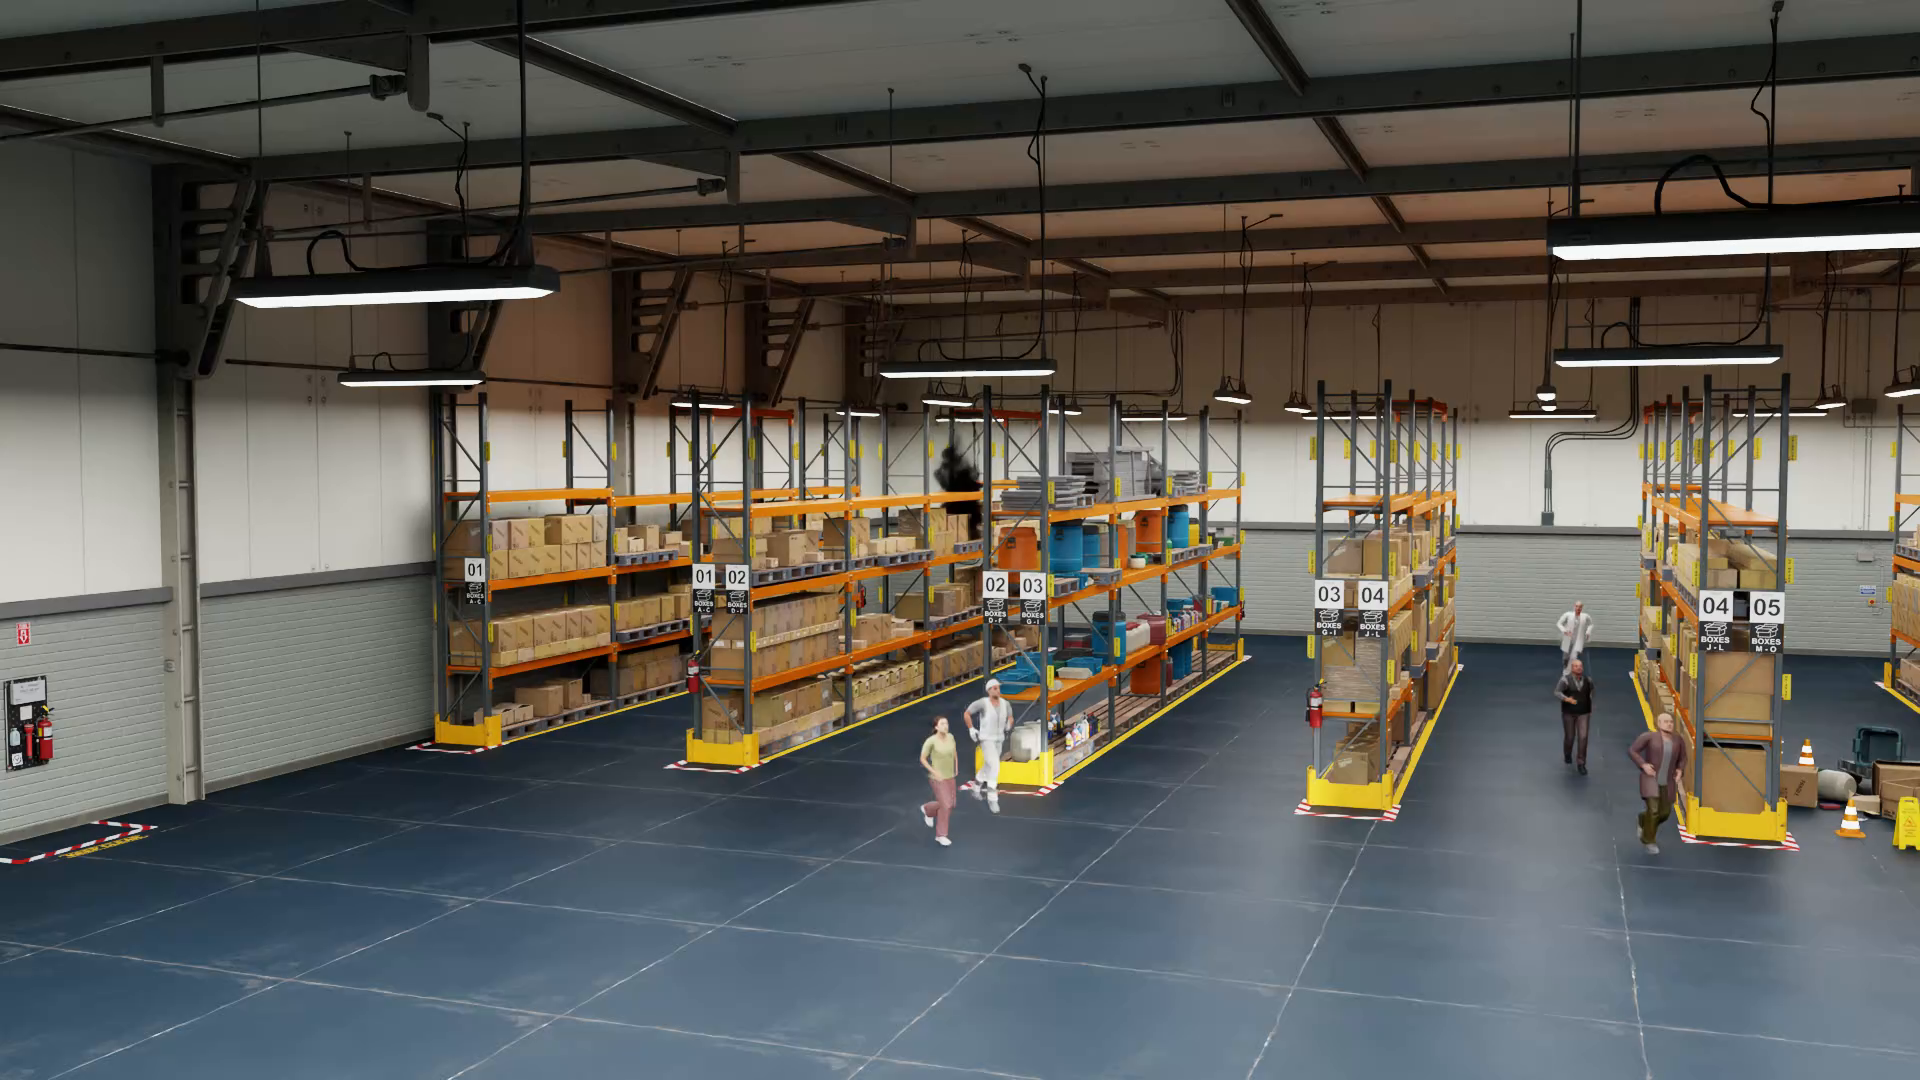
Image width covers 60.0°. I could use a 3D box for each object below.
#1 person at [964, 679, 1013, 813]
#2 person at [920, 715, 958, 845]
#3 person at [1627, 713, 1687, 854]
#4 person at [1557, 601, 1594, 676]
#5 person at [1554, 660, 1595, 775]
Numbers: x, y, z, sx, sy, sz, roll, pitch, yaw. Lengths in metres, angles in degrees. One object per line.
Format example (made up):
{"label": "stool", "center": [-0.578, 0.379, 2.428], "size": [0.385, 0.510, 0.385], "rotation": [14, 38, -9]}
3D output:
{"label": "person", "center": [0.439, 2.862, 23.429], "size": [0.664, 1.833, 0.804], "rotation": [-2, 4, -39]}
{"label": "person", "center": [-0.298, 3.053, 21.382], "size": [0.586, 1.652, 0.626], "rotation": [-2, 4, -38]}
{"label": "person", "center": [8.793, 3.035, 20.962], "size": [0.750, 1.728, 0.713], "rotation": [0, 3, 0]}
{"label": "person", "center": [13.389, 2.206, 36.209], "size": [0.747, 1.754, 0.921], "rotation": [1, 3, 22]}
{"label": "person", "center": [9.656, 2.746, 26.110], "size": [0.650, 1.741, 0.888], "rotation": [1, 3, 12]}
